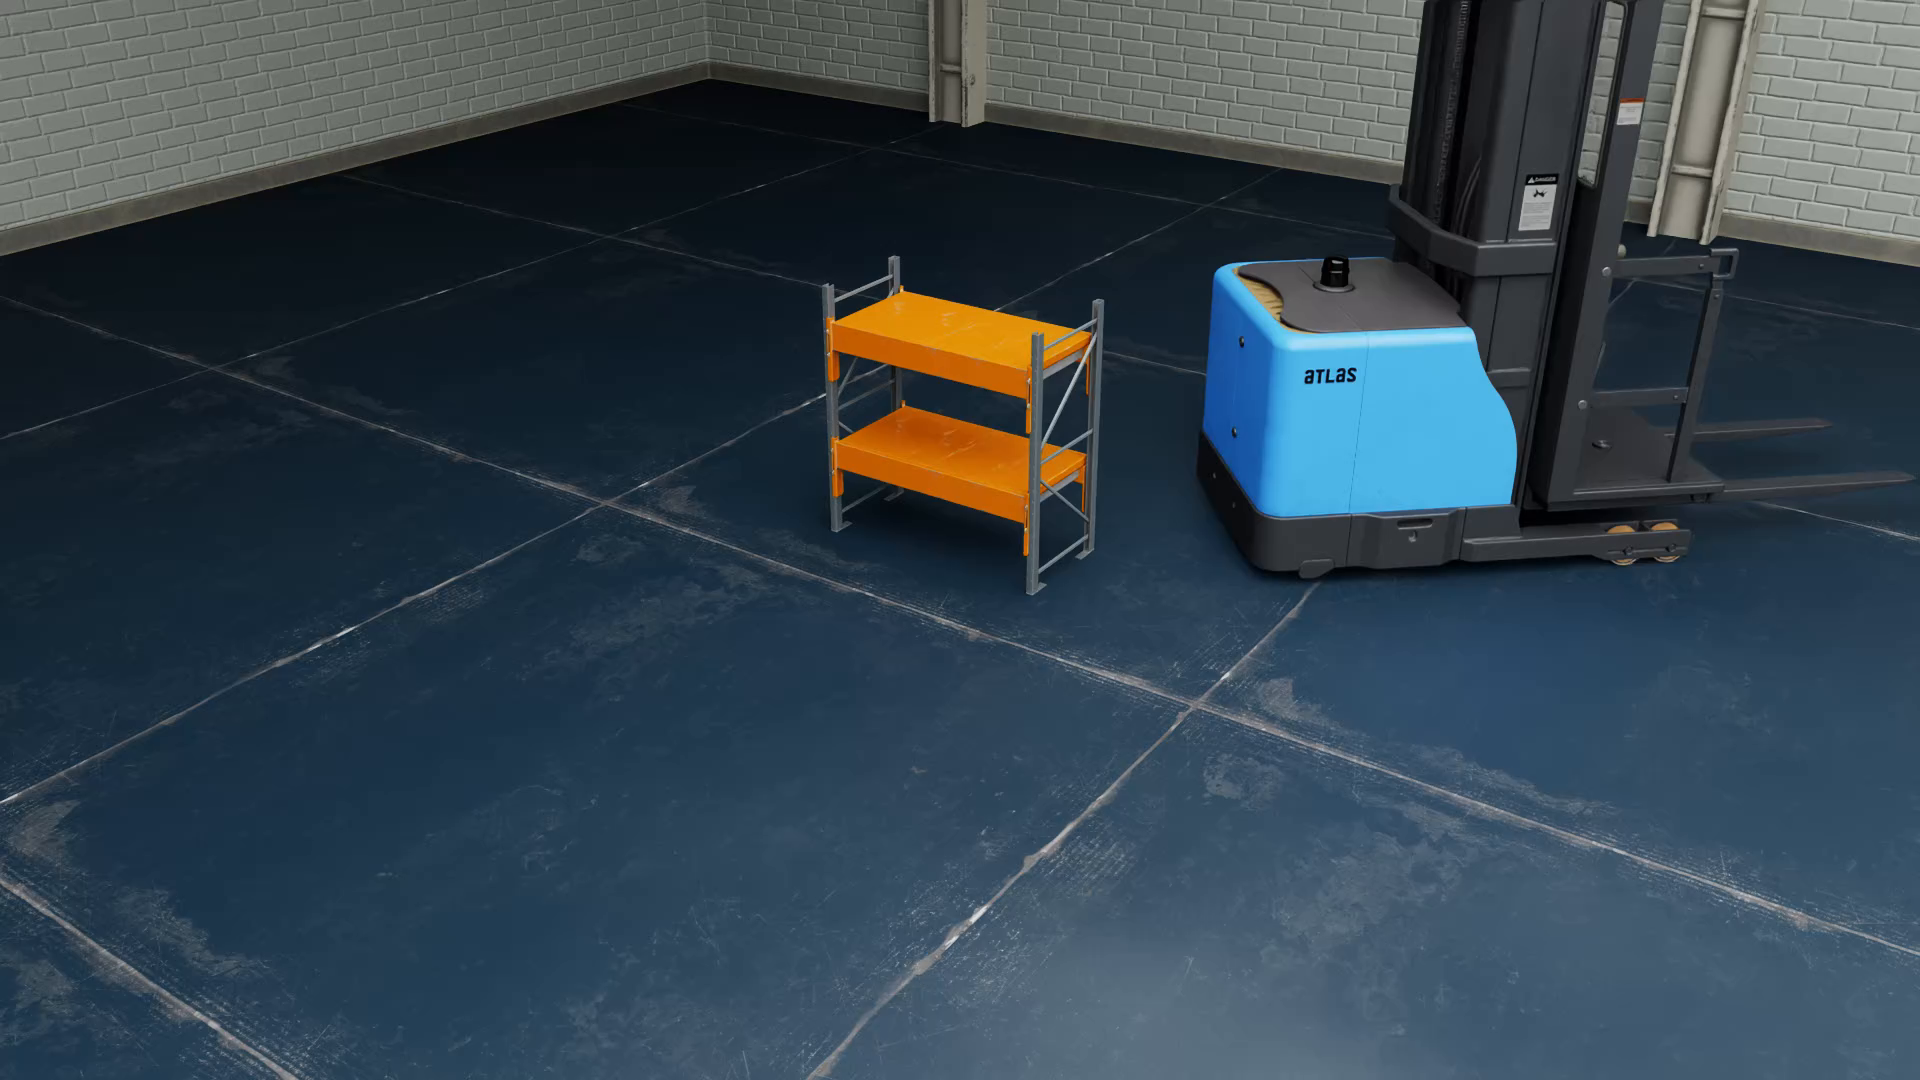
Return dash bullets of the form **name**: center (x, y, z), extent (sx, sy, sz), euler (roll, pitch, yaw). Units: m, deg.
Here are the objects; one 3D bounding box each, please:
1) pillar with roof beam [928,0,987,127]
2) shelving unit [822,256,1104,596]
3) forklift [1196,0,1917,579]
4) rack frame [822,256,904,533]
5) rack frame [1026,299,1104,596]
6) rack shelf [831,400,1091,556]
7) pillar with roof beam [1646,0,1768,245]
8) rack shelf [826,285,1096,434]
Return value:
- **pillar with roof beam**: center (-2.459, -6.023, 9.163), extent (0.400, 9.000, 9.100), euler (17, 32, 30)
- **shelving unit**: center (0.006, -0.500, 6.991), extent (1.048, 1.125, 0.538), euler (17, 32, 30)
- **forklift**: center (2.649, -1.434, 6.836), extent (3.031, 2.935, 1.130), euler (-3, 27, -7)
- **rack frame**: center (-0.413, -0.630, 7.248), extent (0.032, 1.125, 0.500), euler (17, 32, 30)
- **rack frame**: center (0.425, -0.369, 6.735), extent (0.032, 1.125, 0.500), euler (17, 32, 30)
- **rack shelf**: center (0.006, -0.282, 7.102), extent (1.000, 0.278, 0.538), euler (17, 32, 30)
- **pillar with roof beam**: center (2.487, -4.482, 6.135), extent (0.400, 9.000, 9.100), euler (17, 32, 30)
- **rack shelf**: center (0.006, -0.760, 6.859), extent (1.000, 0.278, 0.538), euler (17, 32, 30)
